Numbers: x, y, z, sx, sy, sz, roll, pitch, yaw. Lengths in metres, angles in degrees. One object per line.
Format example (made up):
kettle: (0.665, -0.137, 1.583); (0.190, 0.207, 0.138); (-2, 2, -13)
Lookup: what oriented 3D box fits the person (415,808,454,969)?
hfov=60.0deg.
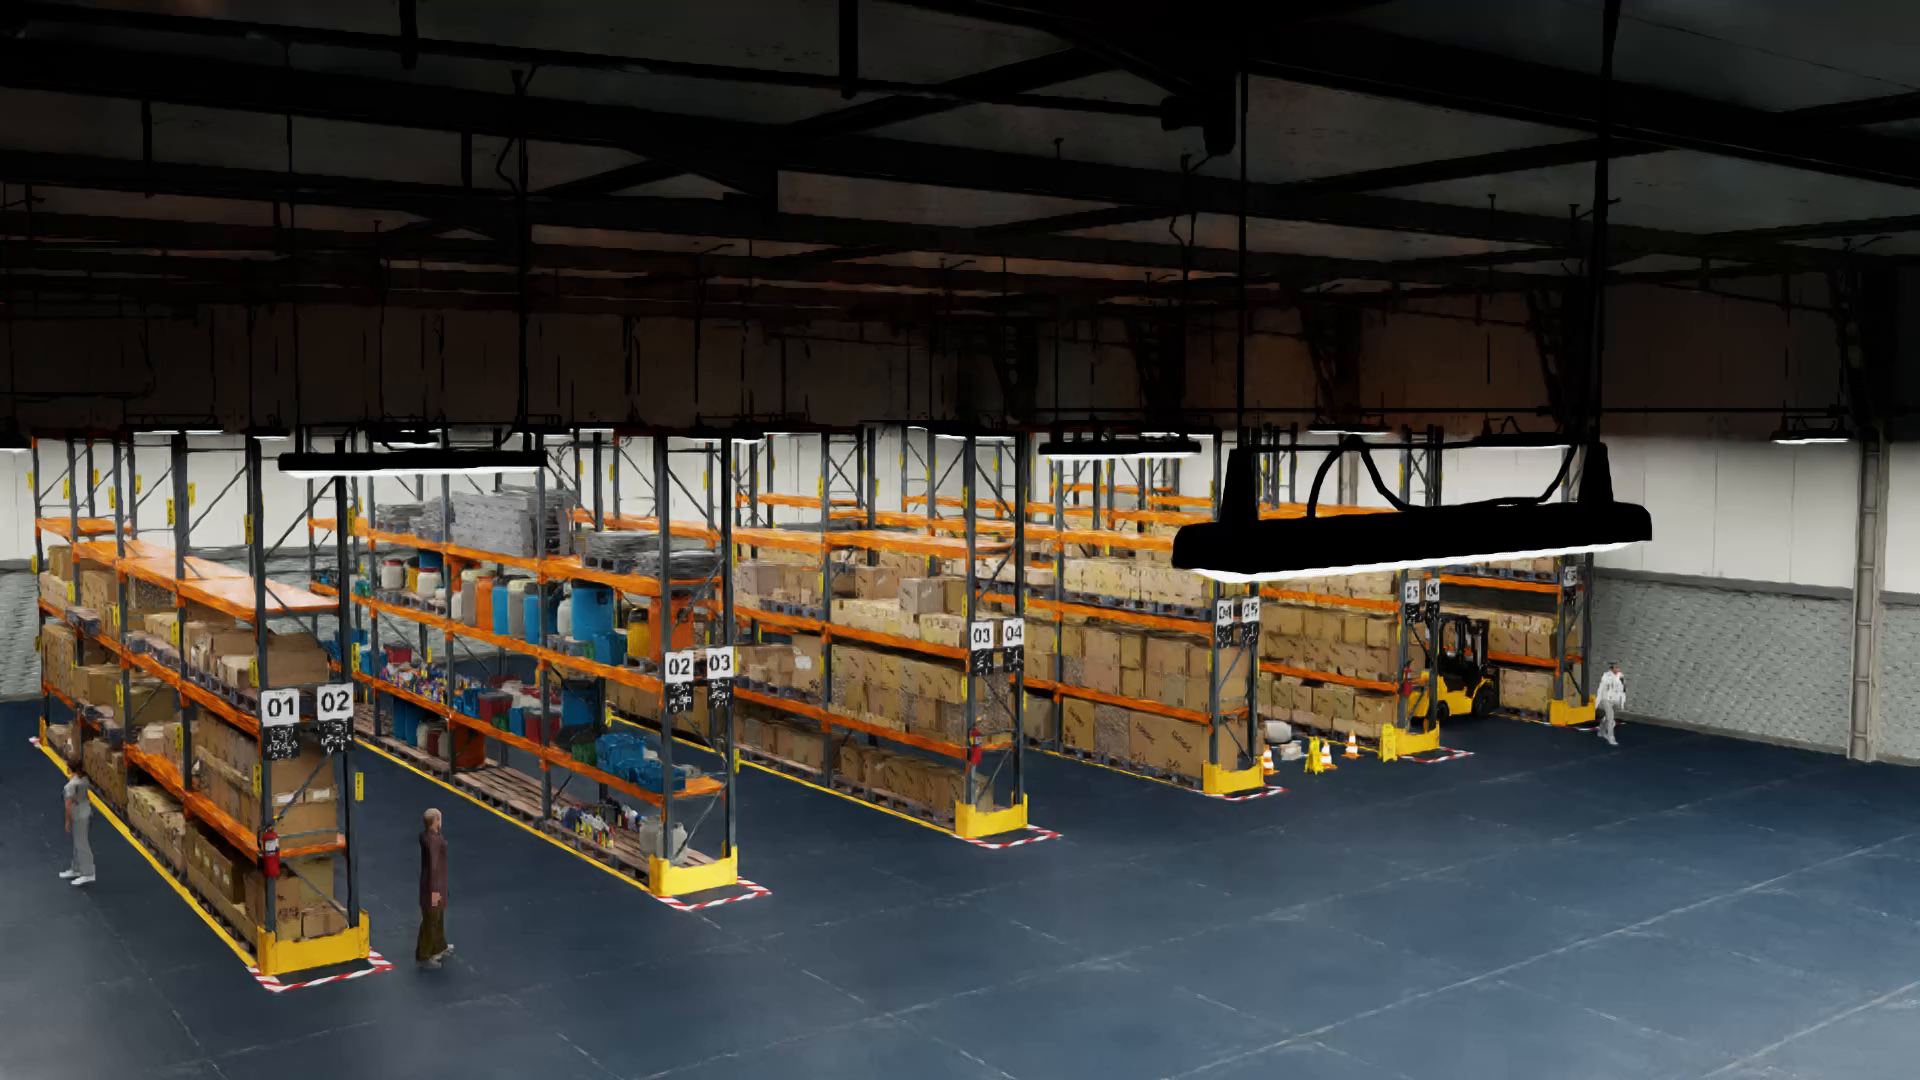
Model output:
person: (-5.999, 3.944, 18.977); (0.498, 1.778, 0.708); (-2, 5, -26)

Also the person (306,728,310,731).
person: (-11.042, 3.382, 27.438); (0.625, 1.611, 0.582); (-4, 6, -39)

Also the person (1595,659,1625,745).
person: (12.371, 3.046, 31.574); (0.520, 1.618, 0.943); (-1, 5, -14)

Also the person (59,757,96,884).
person: (-11.856, 3.729, 22.288); (0.553, 1.669, 0.564); (0, 4, -6)
